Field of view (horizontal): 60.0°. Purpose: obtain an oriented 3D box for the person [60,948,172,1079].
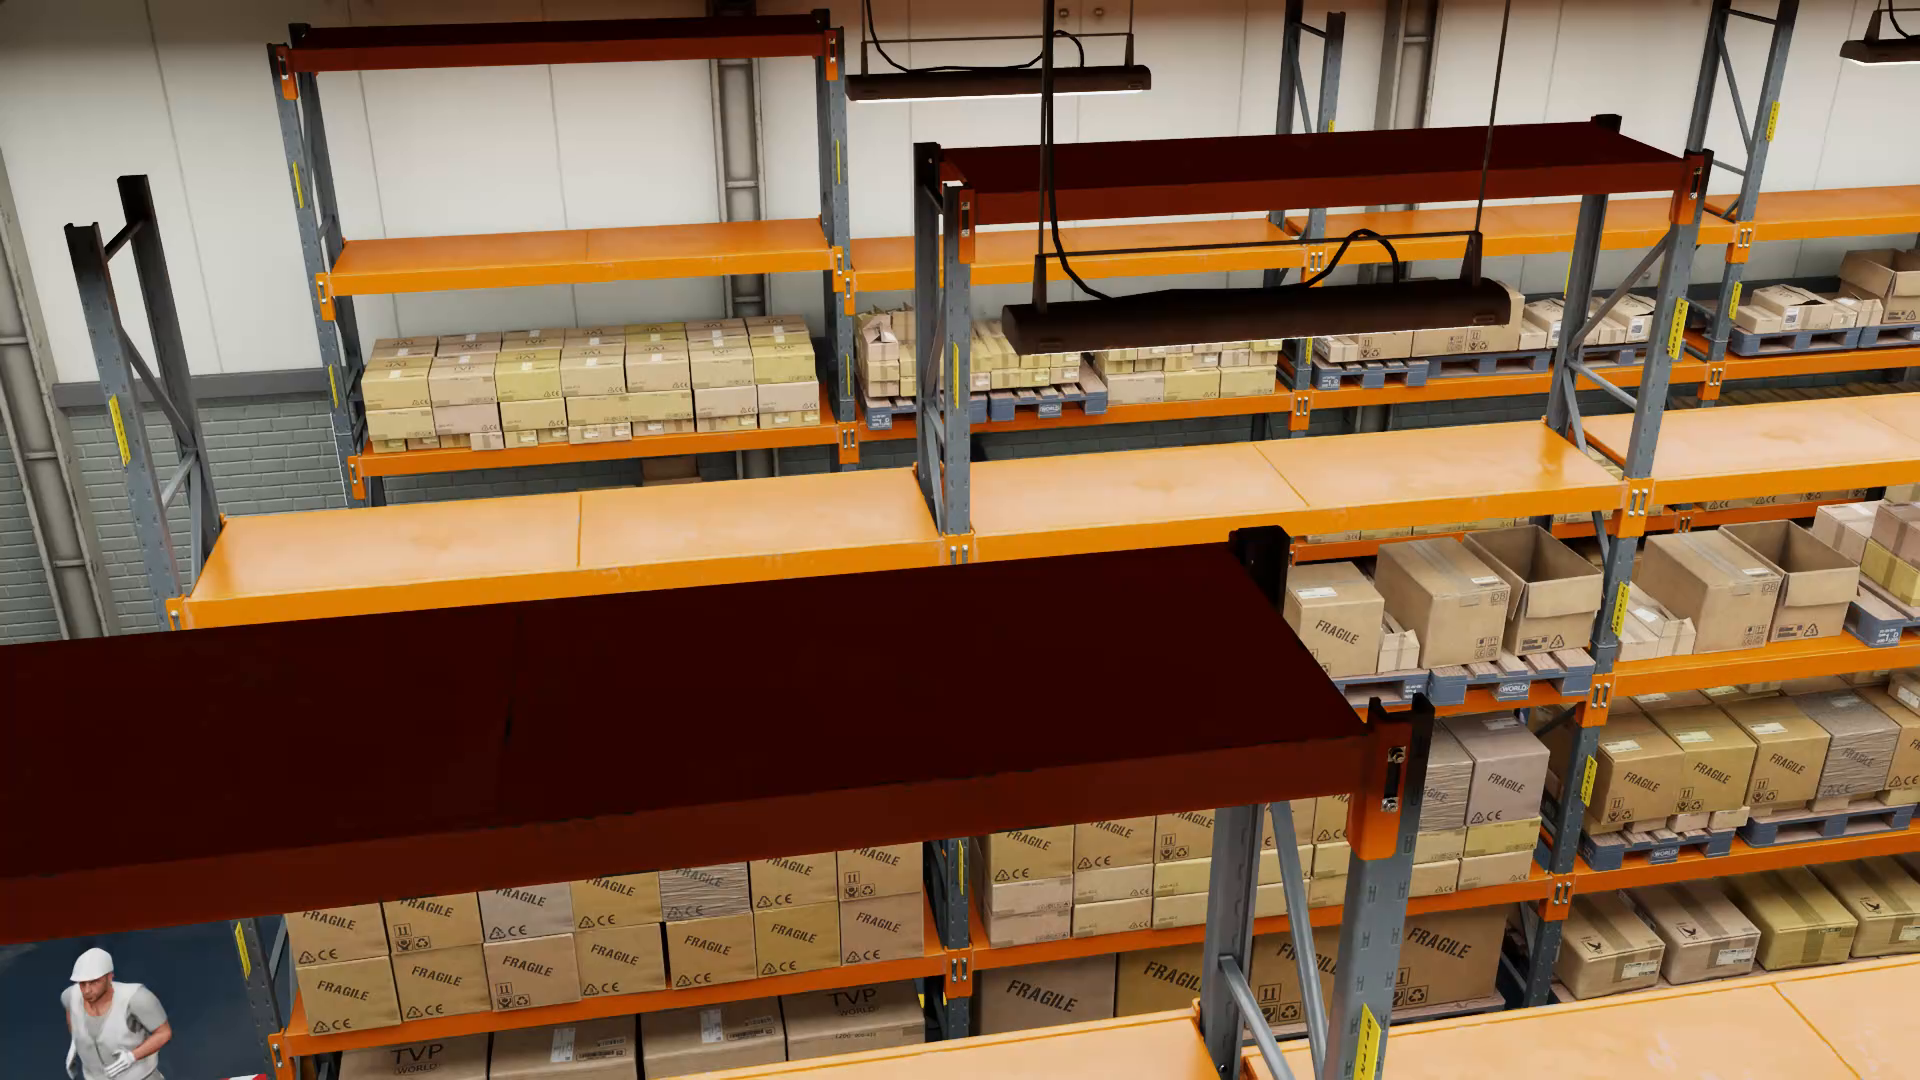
[{"bbox_3d":[-4.904,3.103,9.792,0.660,1.771,0.954,-2,26,-5],"label":"person"}]
